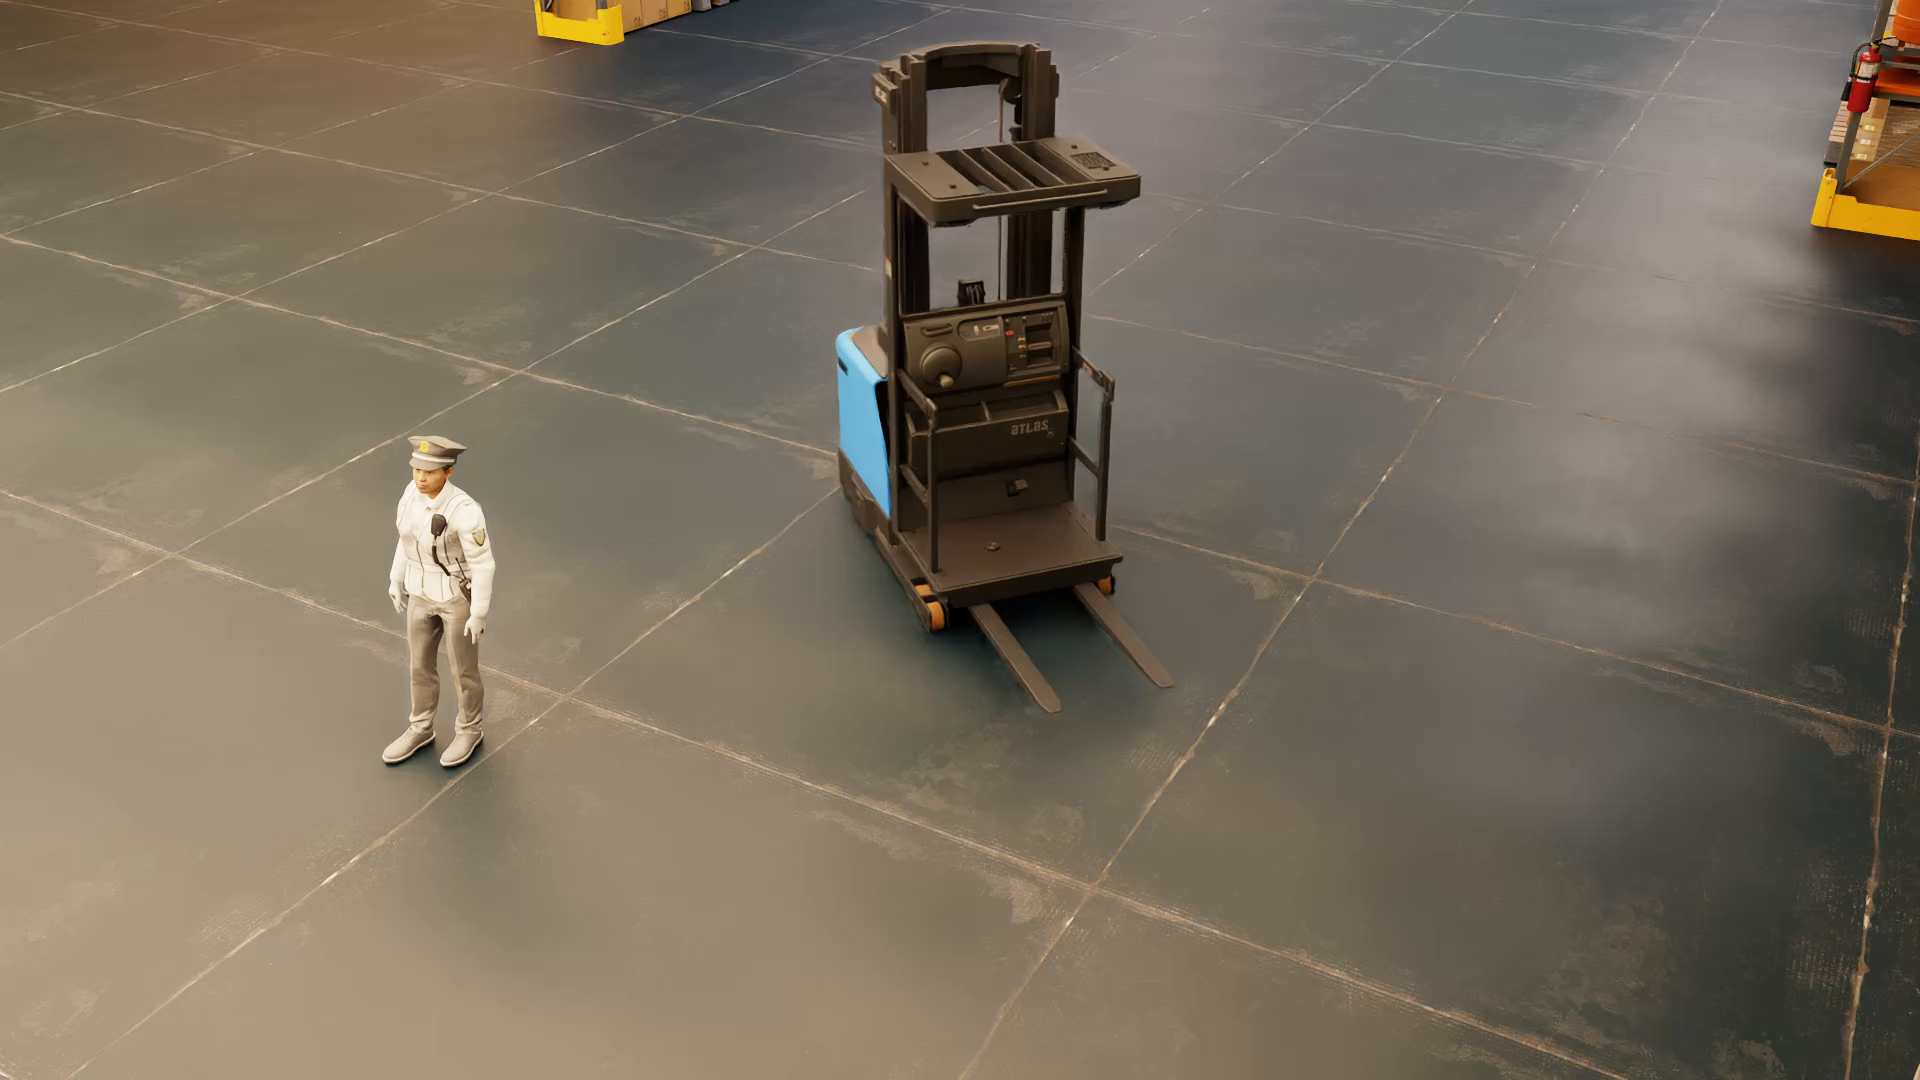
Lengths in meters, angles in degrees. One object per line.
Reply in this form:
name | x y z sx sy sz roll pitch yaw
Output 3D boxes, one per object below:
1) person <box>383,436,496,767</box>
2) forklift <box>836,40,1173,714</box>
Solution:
person | -2.462 0.296 7.780 0.586 1.694 0.532 15 33 24
forklift | 0.226 -1.000 8.804 1.130 2.935 3.031 -11 32 -18
